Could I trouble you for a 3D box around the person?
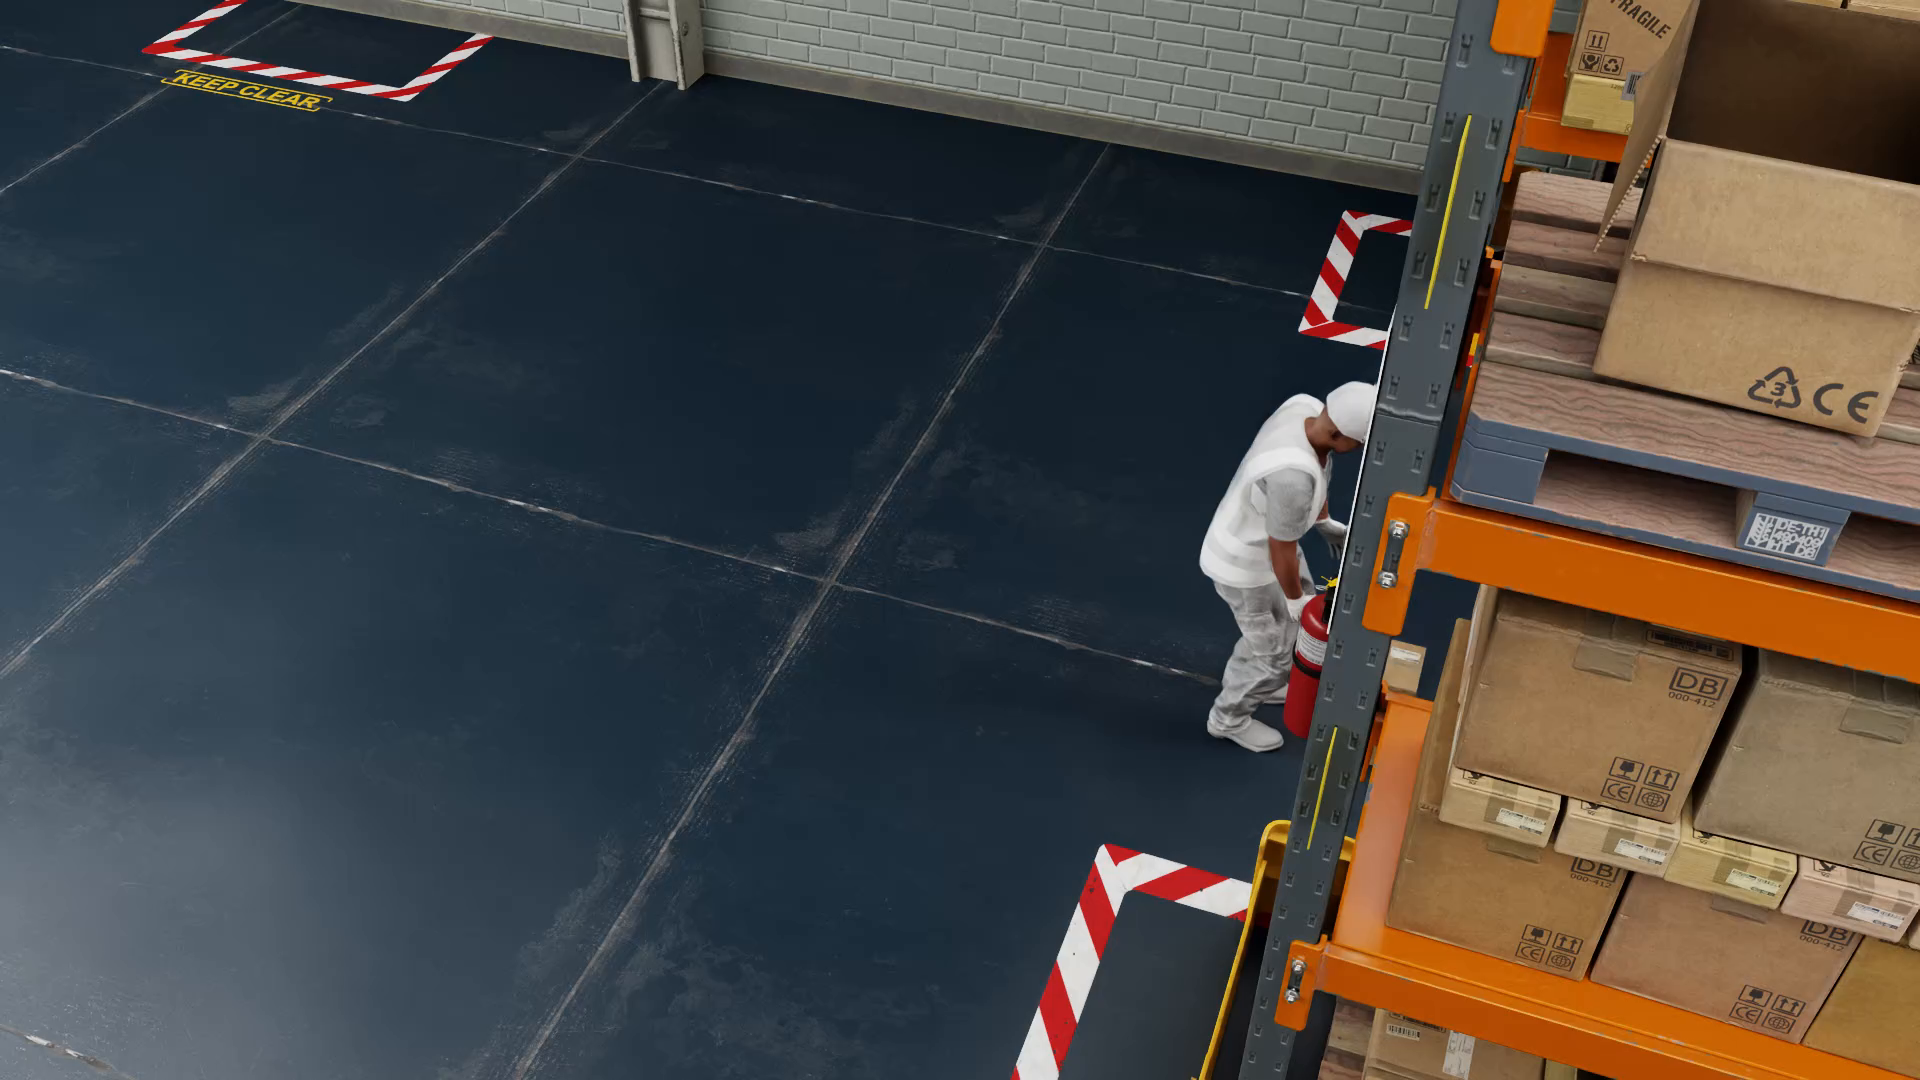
[{"bbox_3d":[1.202,0.061,6.181,0.584,1.644,0.594,14,43,16],"label":"person"}]
